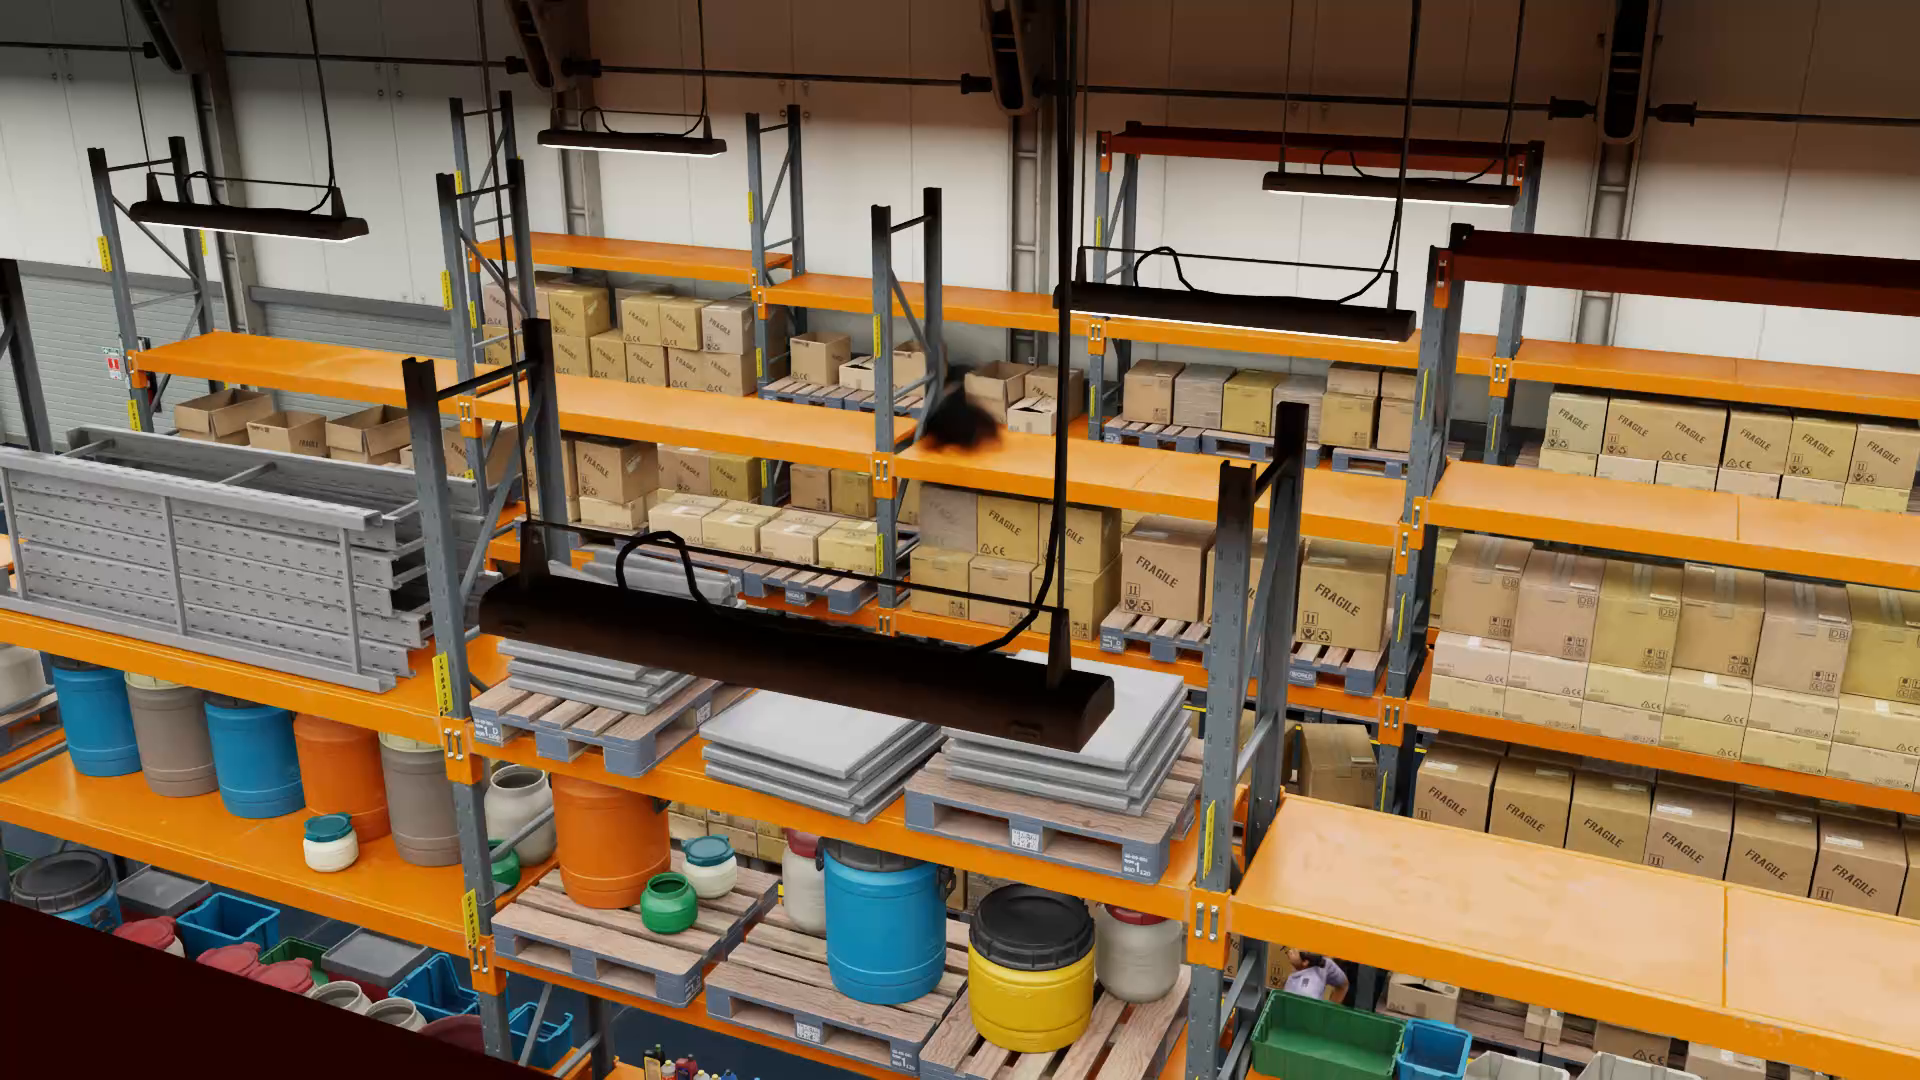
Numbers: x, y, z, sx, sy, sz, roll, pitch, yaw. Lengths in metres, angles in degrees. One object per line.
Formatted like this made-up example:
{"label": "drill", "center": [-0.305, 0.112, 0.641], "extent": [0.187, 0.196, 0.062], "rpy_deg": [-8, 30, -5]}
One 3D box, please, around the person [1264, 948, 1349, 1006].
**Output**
{"label": "person", "center": [2.371, 3.425, 11.296], "extent": [0.800, 1.666, 0.507], "rpy_deg": [5, 21, 13]}

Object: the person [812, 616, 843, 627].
{"label": "person", "center": [-1.147, 1.403, 16.460], "extent": [1.051, 1.753, 0.701], "rpy_deg": [4, 21, 11]}
